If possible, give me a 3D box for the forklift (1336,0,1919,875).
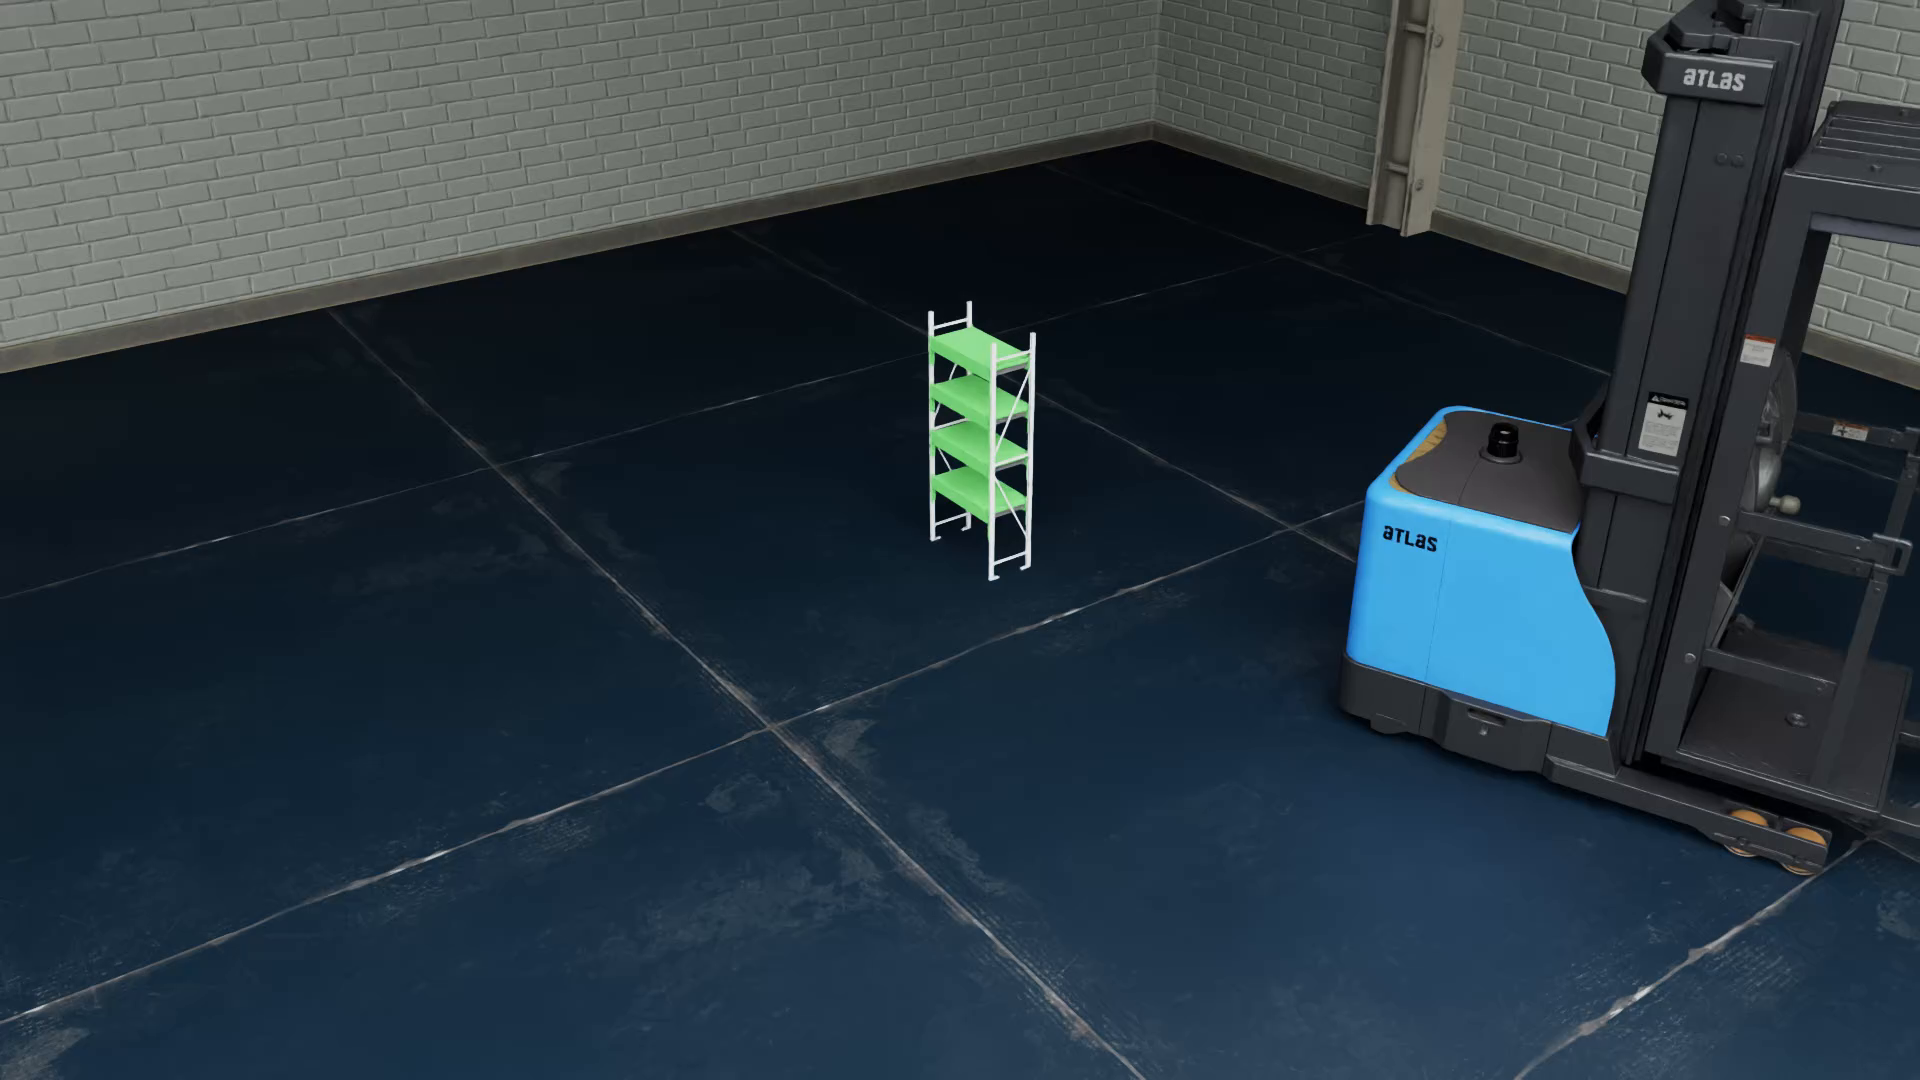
[{"bbox_3d":[3.075,-0.367,5.854,3.031,2.935,1.130,17,33,28],"label":"forklift"}]

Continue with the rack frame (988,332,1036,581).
[{"bbox_3d":[0.238,-0.368,7.670,0.240,1.200,0.015,-19,34,-31],"label":"rack frame"}]

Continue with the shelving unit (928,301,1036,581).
[{"bbox_3d":[0.096,-0.463,7.845,0.258,1.200,0.503,-19,34,-31],"label":"shelving unit"}]

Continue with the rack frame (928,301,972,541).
[{"bbox_3d":[-0.046,-0.558,8.020,0.240,1.200,0.015,-19,34,-31],"label":"rack frame"}]

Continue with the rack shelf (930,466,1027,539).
[{"bbox_3d":[0.096,-0.196,7.990,0.258,0.148,0.480,-19,34,-31],"label":"rack shelf"}]

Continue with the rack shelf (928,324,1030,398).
[{"bbox_3d":[0.096,-0.829,7.647,0.258,0.148,0.480,-19,34,-31],"label":"rack shelf"}]

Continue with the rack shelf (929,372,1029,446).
[{"bbox_3d":[0.096,-0.618,7.761,0.258,0.148,0.480,-19,34,-31],"label":"rack shelf"}]

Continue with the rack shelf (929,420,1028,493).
[{"bbox_3d":[0.096,-0.407,7.876,0.258,0.148,0.480,-19,34,-31],"label":"rack shelf"}]

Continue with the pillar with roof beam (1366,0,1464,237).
[{"bbox_3d":[-0.173,-5.146,8.296,9.100,9.000,0.400,-19,34,-31],"label":"pillar with roof beam"}]
